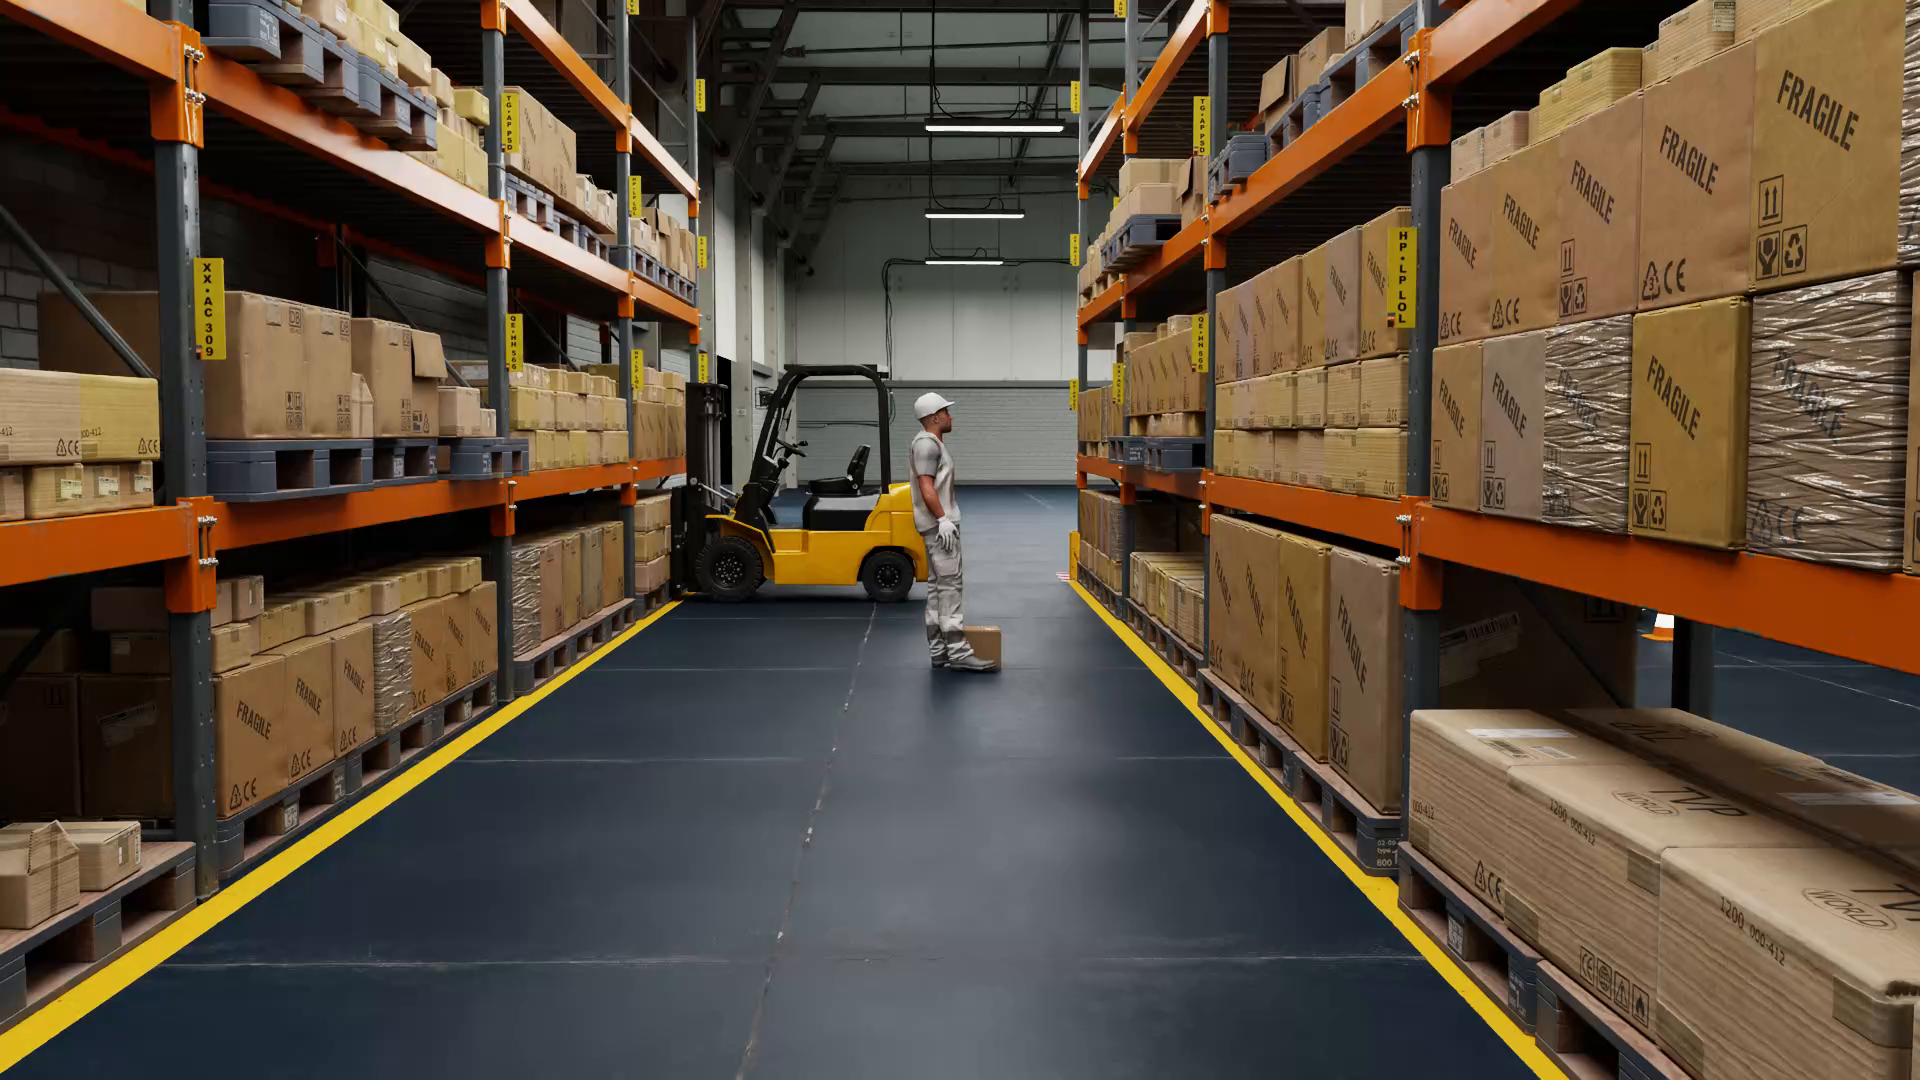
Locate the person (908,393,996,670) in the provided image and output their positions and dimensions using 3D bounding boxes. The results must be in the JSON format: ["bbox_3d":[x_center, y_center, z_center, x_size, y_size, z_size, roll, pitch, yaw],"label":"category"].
[{"bbox_3d":[-0.054,-0.067,10.875,0.564,1.788,0.637,0,4,-1],"label":"person"}]
